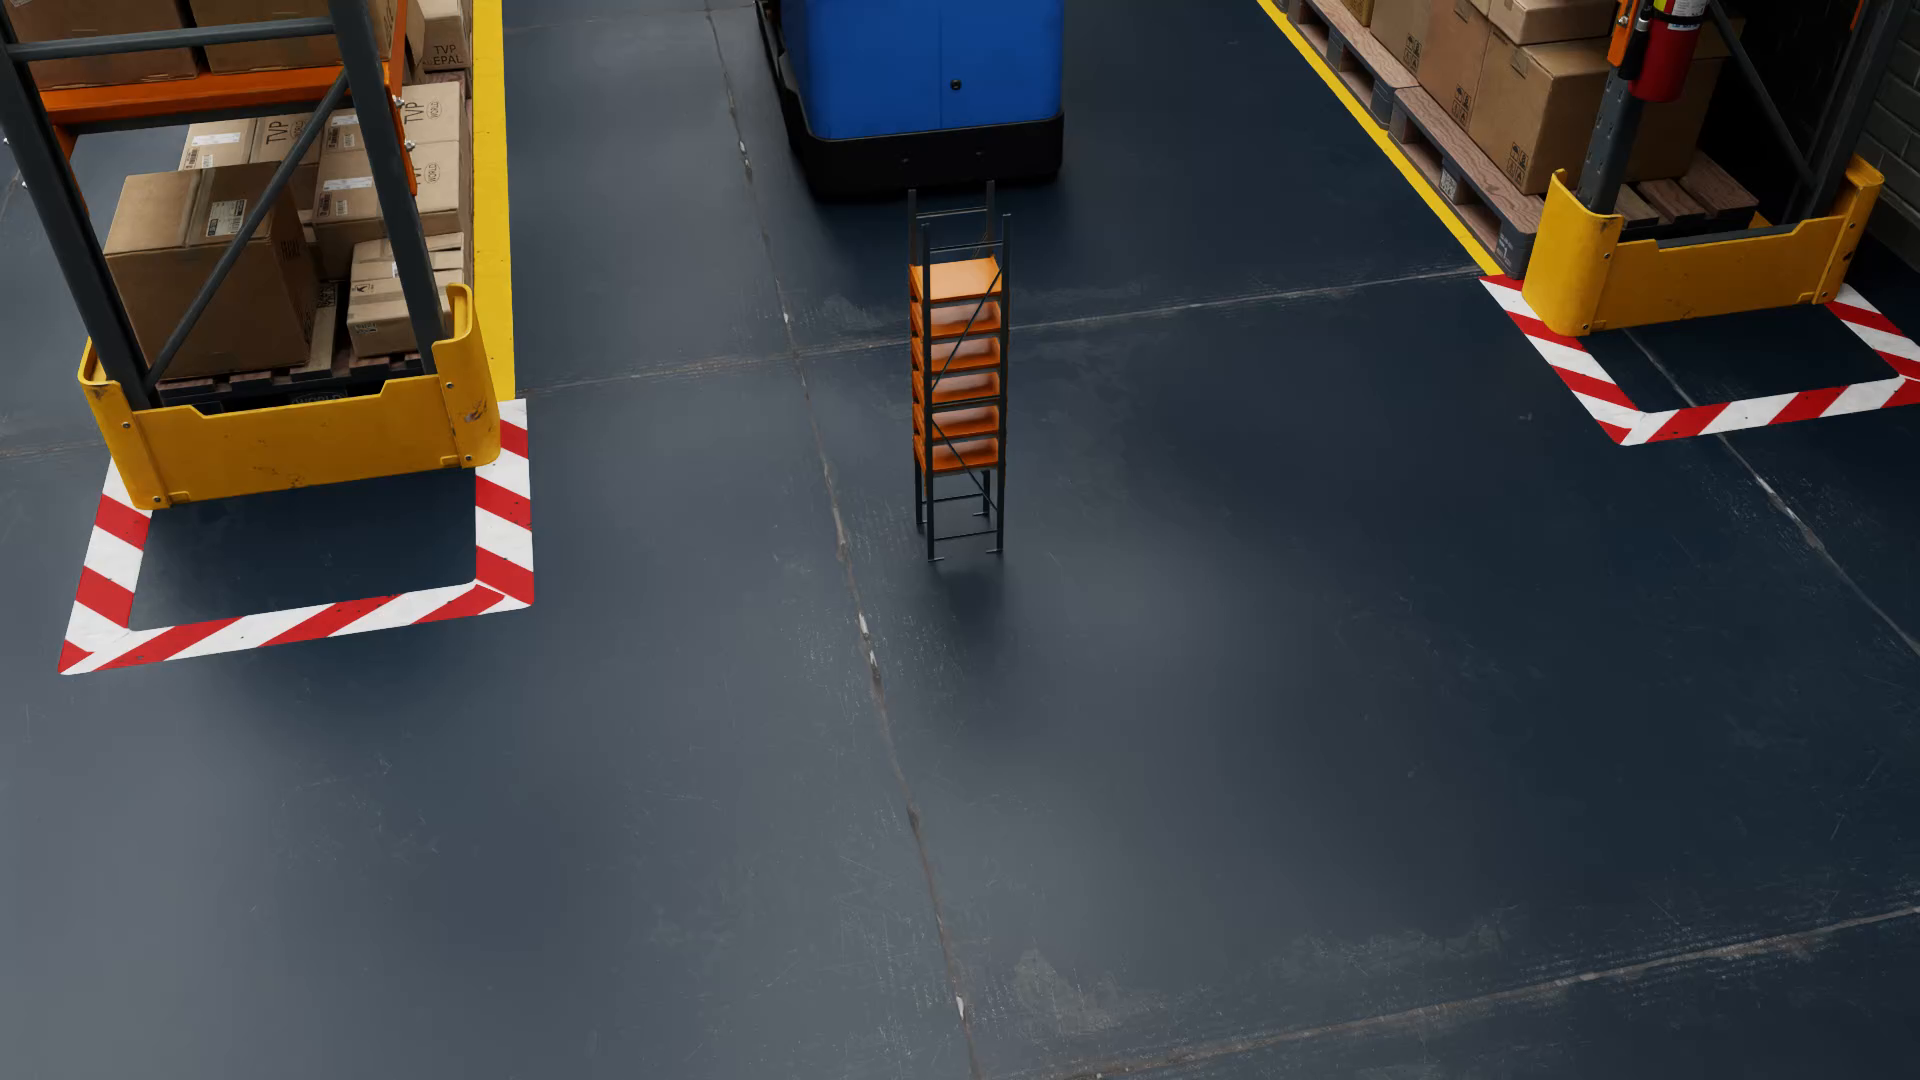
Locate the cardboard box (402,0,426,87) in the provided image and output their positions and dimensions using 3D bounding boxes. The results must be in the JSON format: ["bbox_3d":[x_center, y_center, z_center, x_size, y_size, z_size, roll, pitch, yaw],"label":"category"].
[{"bbox_3d":[-2.574,-1.961,6.749,0.797,0.503,0.637,-8,42,-9],"label":"cardboard box"}]

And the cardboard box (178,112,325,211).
[{"bbox_3d":[-2.655,-1.428,6.339,0.500,0.250,0.500,-8,42,-9],"label":"cardboard box"}]

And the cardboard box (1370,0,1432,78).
[{"bbox_3d":[2.249,-2.379,7.237,0.700,0.500,0.500,-10,42,-11],"label":"cardboard box"}]

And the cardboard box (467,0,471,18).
[{"bbox_3d":[-2.445,-2.483,7.604,0.380,0.149,0.250,-8,42,-9],"label":"cardboard box"}]

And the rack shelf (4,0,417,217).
[{"bbox_3d":[-2.553,-2.382,6.216,1.077,0.370,4.000,-8,42,-9],"label":"rack shelf"}]

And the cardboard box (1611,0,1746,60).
[{"bbox_3d":[2.688,-1.919,6.230,0.380,0.149,0.250,-8,42,-9],"label":"cardboard box"}]

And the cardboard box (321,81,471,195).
[{"bbox_3d":[-2.178,-1.532,6.456,0.500,0.250,0.500,-8,42,-9],"label":"cardboard box"}]

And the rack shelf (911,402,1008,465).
[{"bbox_3d":[-0.003,-0.335,4.971,0.258,0.103,0.180,-8,42,-9],"label":"rack shelf"}]

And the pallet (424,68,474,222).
[{"bbox_3d":[-2.571,-1.667,6.969,1.003,0.211,1.213,-8,42,-9],"label":"pallet"}]

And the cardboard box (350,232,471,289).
[{"bbox_3d":[-1.930,-0.942,5.855,0.380,0.166,0.250,-8,42,-9],"label":"cardboard box"}]

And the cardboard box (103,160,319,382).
[{"bbox_3d":[-2.479,-0.902,5.558,0.500,0.500,0.500,-8,42,-9],"label":"cardboard box"}]

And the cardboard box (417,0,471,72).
[{"bbox_3d":[-2.423,-2.292,7.266,0.500,0.311,0.500,-8,42,-9],"label":"cardboard box"}]

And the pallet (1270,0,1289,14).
[{"bbox_3d":[1.939,-3.113,8.598,1.003,0.211,1.213,-8,42,-9],"label":"pallet"}]

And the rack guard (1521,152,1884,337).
[{"bbox_3d":[2.720,-1.117,6.131,1.175,0.500,0.348,-8,42,-9],"label":"rack guard"}]

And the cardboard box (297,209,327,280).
[{"bbox_3d":[-2.479,-1.052,5.979,0.380,0.166,0.250,-8,42,-9],"label":"cardboard box"}]

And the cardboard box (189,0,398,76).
[{"bbox_3d":[-1.960,-1.718,4.850,0.500,0.500,0.500,-8,42,-8],"label":"cardboard box"}]

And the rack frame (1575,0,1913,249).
[{"bbox_3d":[2.715,-2.067,5.319,1.000,3.000,0.127,-8,42,-9],"label":"rack frame"}]

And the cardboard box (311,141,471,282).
[{"bbox_3d":[-2.070,-1.208,6.091,0.500,0.250,0.500,-8,42,-9],"label":"cardboard box"}]

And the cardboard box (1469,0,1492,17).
[{"bbox_3d":[2.204,-2.194,6.540,0.380,0.149,0.250,-7,42,-8],"label":"cardboard box"}]

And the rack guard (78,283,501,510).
[{"bbox_3d":[-2.138,-0.469,5.402,1.175,0.500,0.348,-8,42,-9],"label":"rack guard"}]

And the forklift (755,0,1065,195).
[{"bbox_3d":[-0.372,-3.476,6.958,1.130,2.935,3.031,-8,42,-9],"label":"forklift"}]

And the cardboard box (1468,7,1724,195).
[{"bbox_3d":[2.466,-1.729,6.504,0.700,0.500,0.500,-8,42,-9],"label":"cardboard box"}]

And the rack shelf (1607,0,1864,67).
[{"bbox_3d":[2.283,-3.094,7.018,1.077,0.370,4.000,-8,42,-9],"label":"rack shelf"}]

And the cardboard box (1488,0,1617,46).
[{"bbox_3d":[2.260,-2.028,6.353,0.380,0.149,0.250,-9,42,-10],"label":"cardboard box"}]

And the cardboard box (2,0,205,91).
[{"bbox_3d":[-2.484,-1.643,4.767,0.500,0.500,0.500,-7,42,-8],"label":"cardboard box"}]

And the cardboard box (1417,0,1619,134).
[{"bbox_3d":[2.358,-2.053,6.870,0.700,0.500,0.500,-8,42,-9],"label":"cardboard box"}]

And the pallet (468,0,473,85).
[{"bbox_3d":[-2.837,-2.459,7.862,1.003,0.211,1.213,-8,42,-9],"label":"pallet"}]

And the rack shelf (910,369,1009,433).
[{"bbox_3d":[-0.003,-0.425,4.892,0.258,0.103,0.180,-8,42,-9],"label":"rack shelf"}]

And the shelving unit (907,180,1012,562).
[{"bbox_3d":[-0.003,-0.458,4.862,0.258,1.200,0.189,-8,42,-9],"label":"shelving unit"}]

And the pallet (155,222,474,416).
[{"bbox_3d":[-2.311,-0.878,6.080,1.003,0.211,1.213,-8,42,-9],"label":"pallet"}]

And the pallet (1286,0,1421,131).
[{"bbox_3d":[2.206,-2.320,7.705,1.003,0.211,1.213,-8,42,-9],"label":"pallet"}]

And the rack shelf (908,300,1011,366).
[{"bbox_3d":[-0.003,-0.604,4.732,0.258,0.103,0.180,-8,42,-9],"label":"rack shelf"}]

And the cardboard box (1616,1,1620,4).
[{"bbox_3d":[2.578,-2.247,6.600,0.380,0.149,0.250,-8,42,-9],"label":"cardboard box"}]

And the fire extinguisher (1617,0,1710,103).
[{"bbox_3d":[2.297,-1.735,5.284,0.296,0.674,0.183,-8,42,-9],"label":"fire extinguisher"}]

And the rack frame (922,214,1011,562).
[{"bbox_3d":[0.017,-0.399,4.795,0.240,1.200,0.006,-8,42,-9],"label":"rack frame"}]

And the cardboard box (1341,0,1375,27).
[{"bbox_3d":[2.126,-2.723,7.625,0.700,0.500,0.500,-7,42,-8],"label":"cardboard box"}]

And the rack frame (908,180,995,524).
[{"bbox_3d":[-0.023,-0.517,4.929,0.240,1.200,0.006,-8,42,-9],"label":"rack frame"}]

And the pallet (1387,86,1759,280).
[{"bbox_3d":[2.466,-1.531,6.816,1.003,0.211,1.213,-8,42,-9],"label":"pallet"}]

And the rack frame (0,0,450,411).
[{"bbox_3d":[-2.121,-1.355,4.517,1.000,3.000,0.127,-8,42,-9],"label":"rack frame"}]

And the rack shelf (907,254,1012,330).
[{"bbox_3d":[-0.003,-0.694,4.653,0.258,0.103,0.180,-8,42,-9],"label":"rack shelf"}]

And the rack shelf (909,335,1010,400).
[{"bbox_3d":[-0.003,-0.515,4.812,0.258,0.103,0.180,-8,42,-9],"label":"rack shelf"}]

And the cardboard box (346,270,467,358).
[{"bbox_3d":[-1.876,-0.774,5.678,0.380,0.149,0.250,-8,42,-9],"label":"cardboard box"}]

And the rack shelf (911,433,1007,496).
[{"bbox_3d":[-0.003,-0.245,5.051,0.258,0.103,0.180,-8,42,-9],"label":"rack shelf"}]
